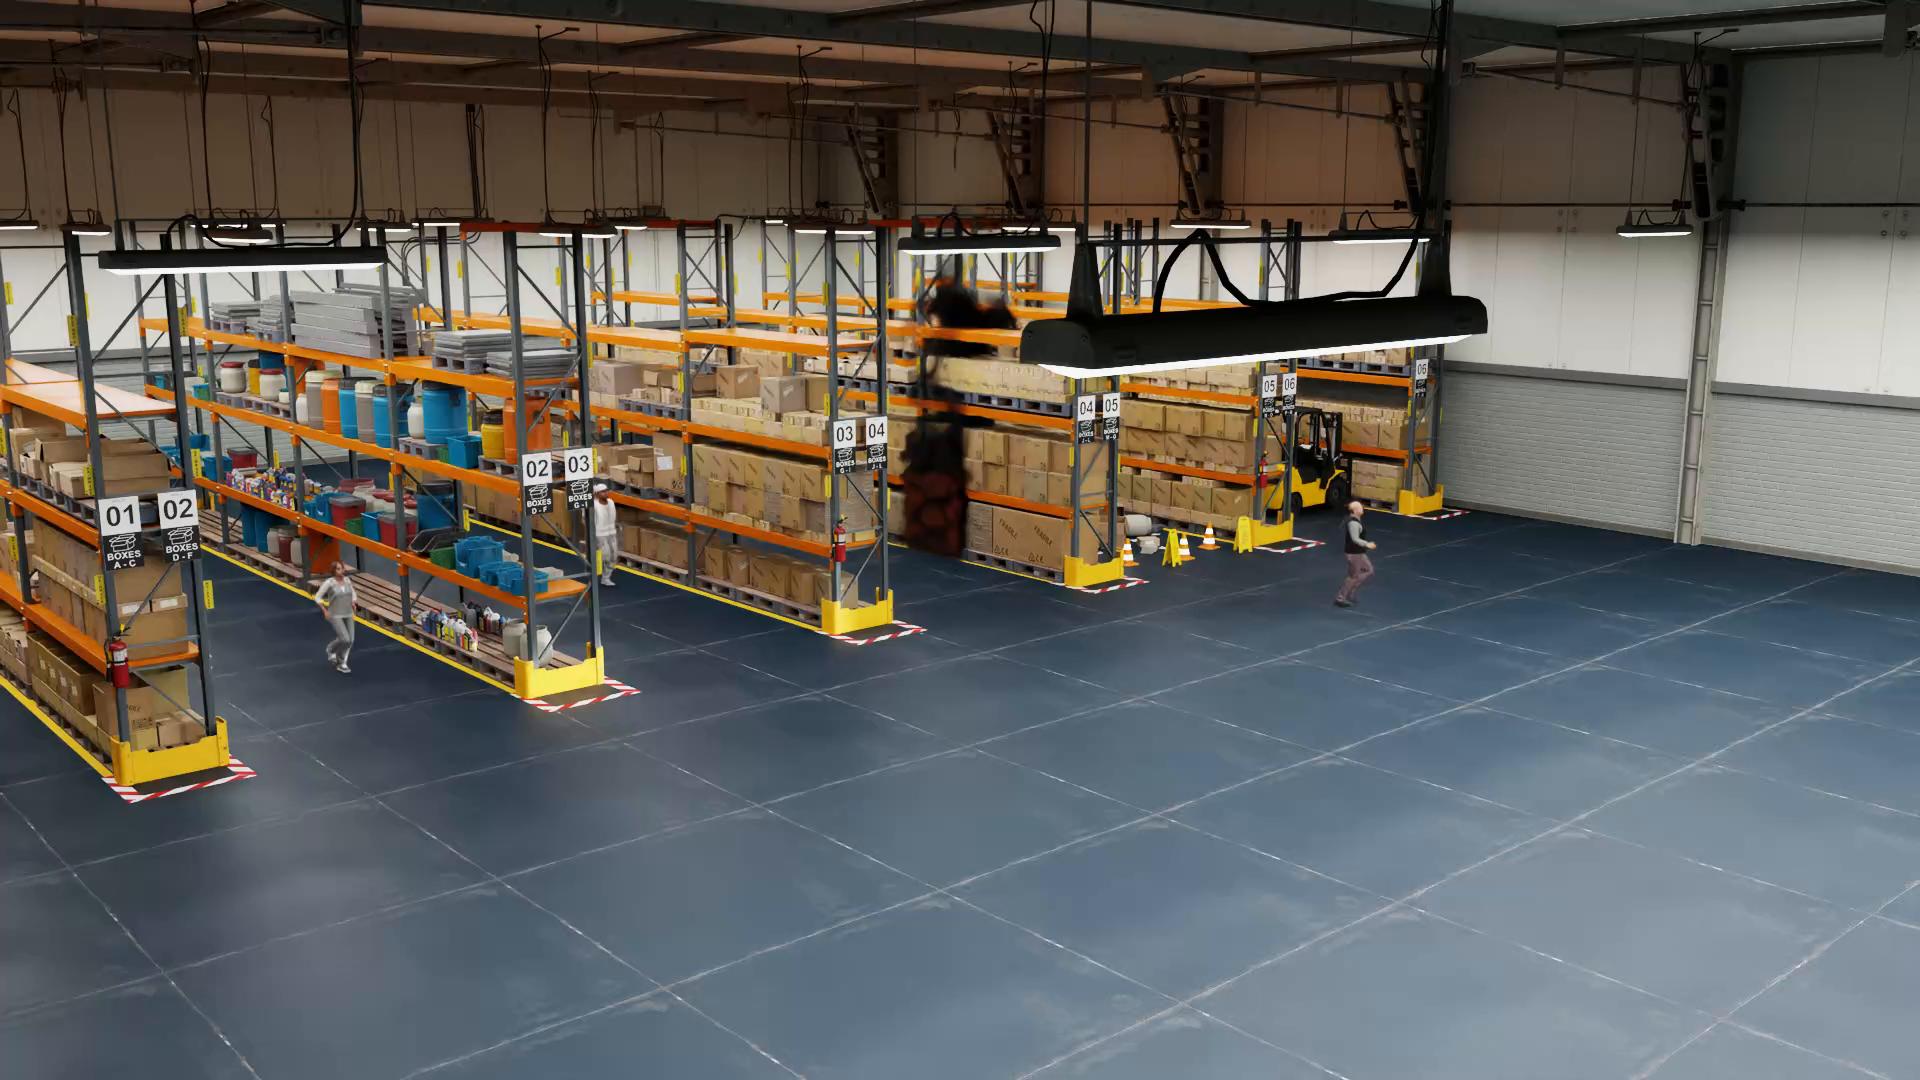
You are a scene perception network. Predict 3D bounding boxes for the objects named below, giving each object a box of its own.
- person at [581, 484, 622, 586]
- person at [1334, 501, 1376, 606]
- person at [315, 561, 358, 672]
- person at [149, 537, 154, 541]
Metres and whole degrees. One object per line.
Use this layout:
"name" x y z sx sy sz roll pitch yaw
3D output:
"person" -5.981 -0.089 27.939 0.599 1.733 0.686 10 15 39
"person" 6.318 0.208 26.536 0.618 1.683 0.662 2 12 9
"person" -8.446 1.057 22.712 0.537 1.558 0.534 9 15 38
"person" -13.558 -0.024 27.443 0.823 1.825 0.647 9 14 37
